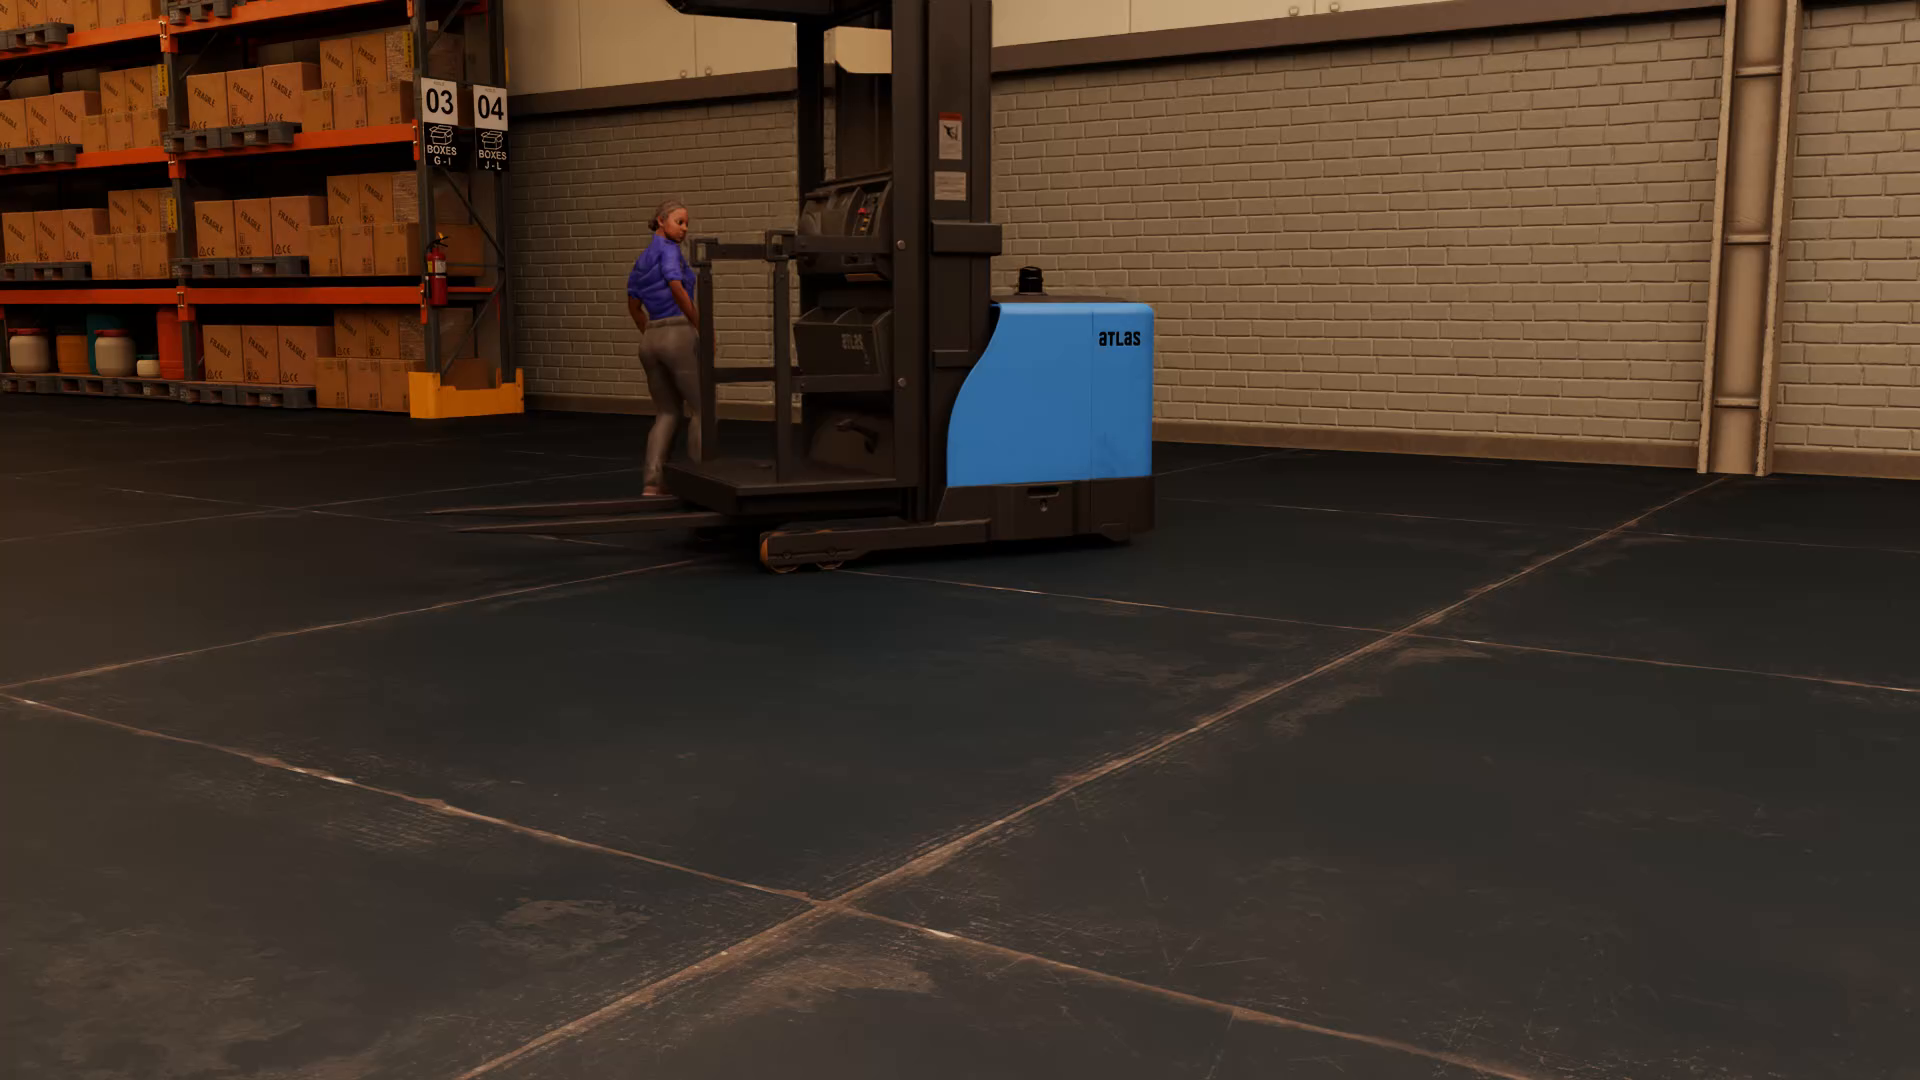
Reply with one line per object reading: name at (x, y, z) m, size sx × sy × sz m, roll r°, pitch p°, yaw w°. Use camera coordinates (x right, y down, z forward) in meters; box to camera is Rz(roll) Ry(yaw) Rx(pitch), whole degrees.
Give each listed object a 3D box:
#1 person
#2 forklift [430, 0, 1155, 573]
person at (-1.551, -1.047, 9.179) m, size 0.465 × 1.636 × 0.658 m, roll -8°, pitch 11°, yaw -44°
forklift at (-0.682, -1.402, 7.049) m, size 3.031 × 2.935 × 1.130 m, roll -4°, pitch 9°, yaw -26°
